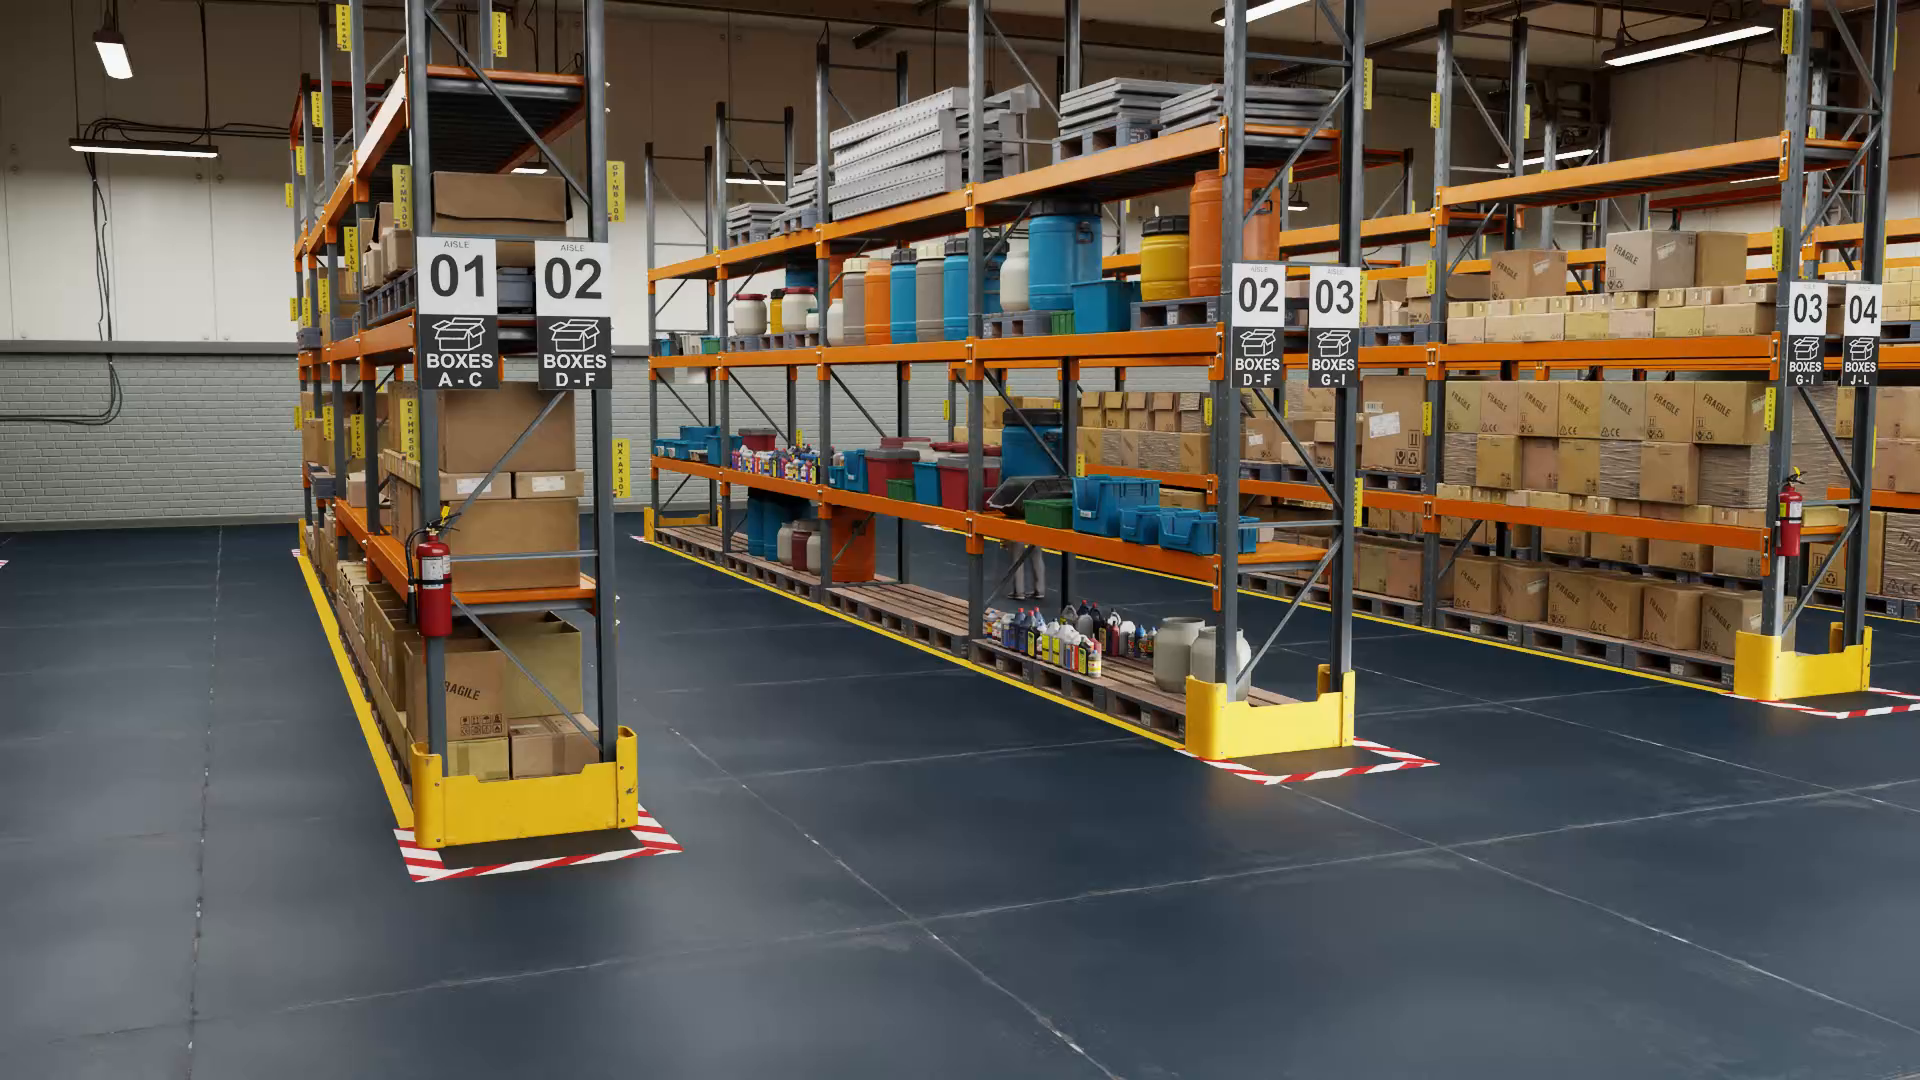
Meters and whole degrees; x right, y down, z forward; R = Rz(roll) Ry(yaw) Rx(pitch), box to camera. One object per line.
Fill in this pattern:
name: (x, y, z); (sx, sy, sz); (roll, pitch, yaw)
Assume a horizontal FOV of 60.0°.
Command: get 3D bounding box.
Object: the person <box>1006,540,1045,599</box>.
person: (0.747, -0.172, 18.694); (0.486, 1.678, 0.389); (-3, 6, -25)
